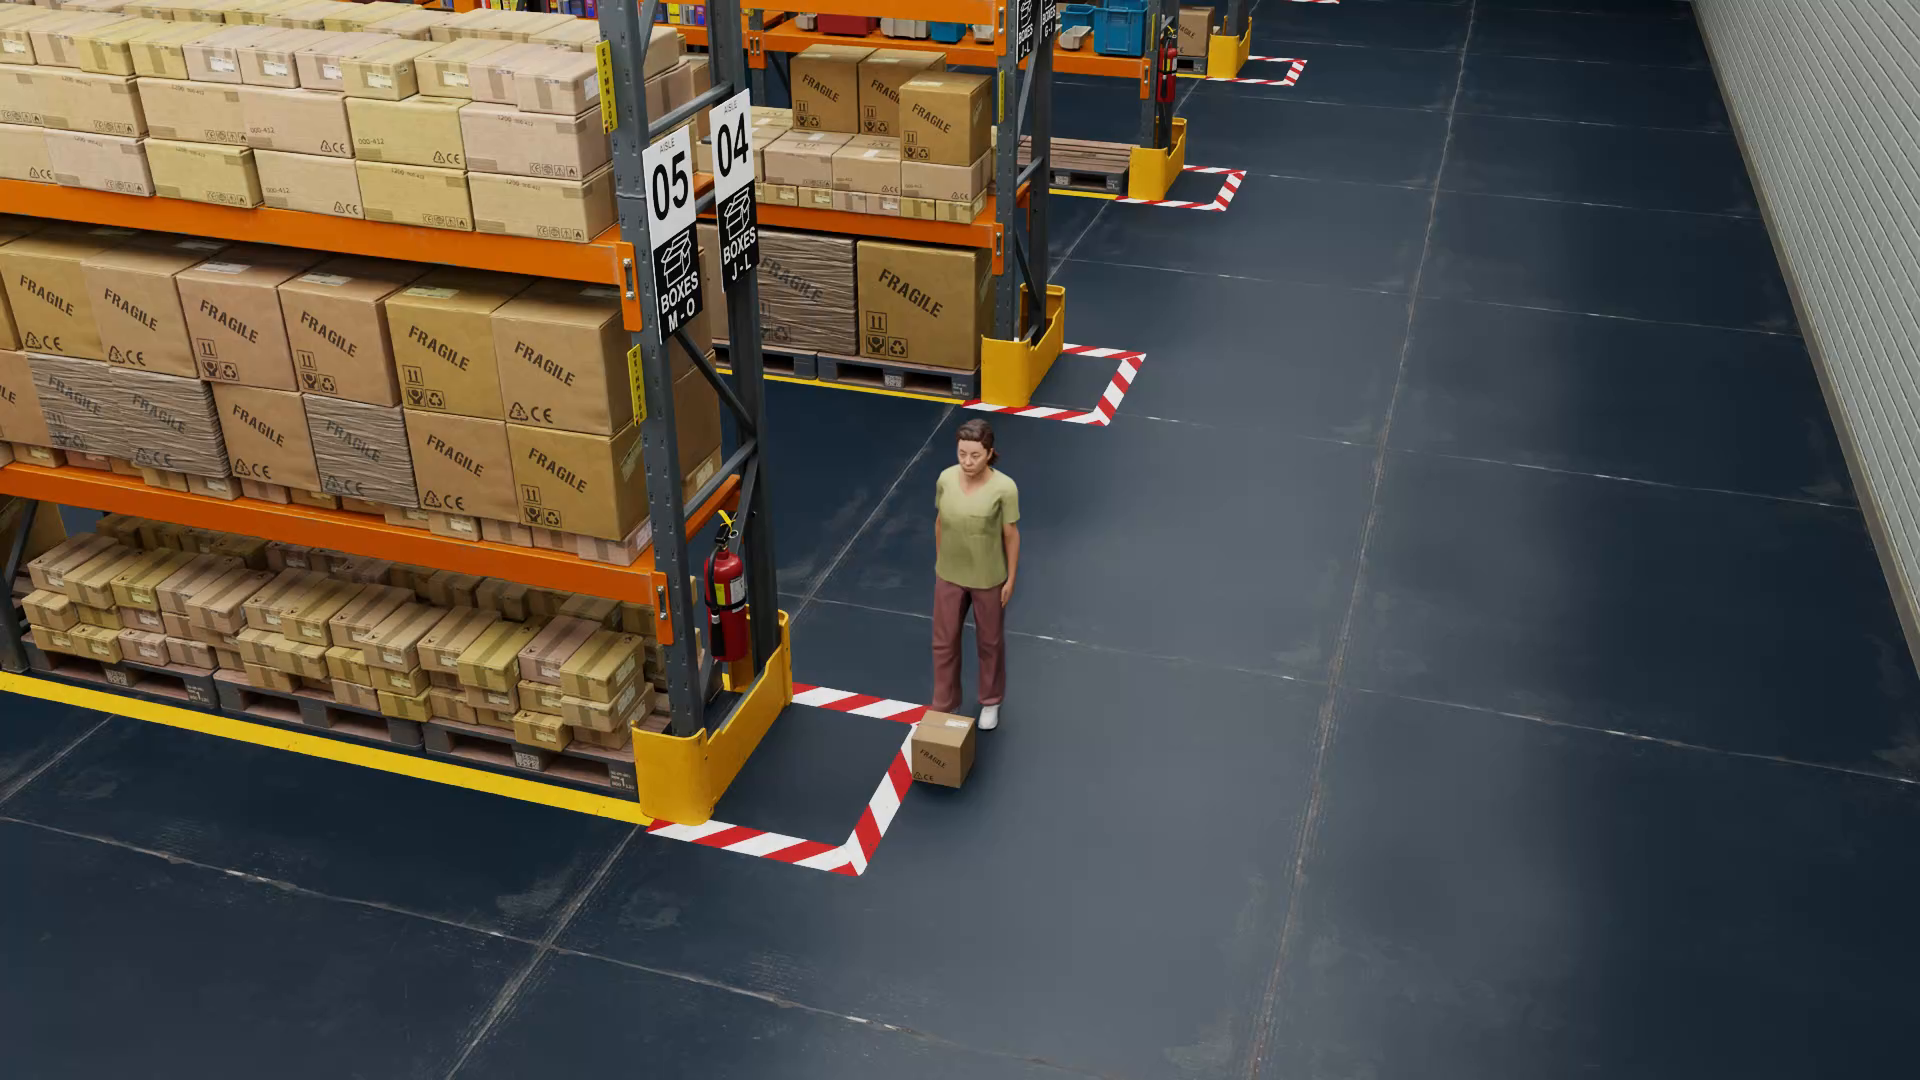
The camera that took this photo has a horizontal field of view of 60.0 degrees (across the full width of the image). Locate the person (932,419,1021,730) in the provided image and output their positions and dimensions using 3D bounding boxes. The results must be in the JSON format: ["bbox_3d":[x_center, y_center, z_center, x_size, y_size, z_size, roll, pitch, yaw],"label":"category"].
[{"bbox_3d":[0.056,0.198,8.151,0.444,1.672,0.442,9,31,16],"label":"person"}]
